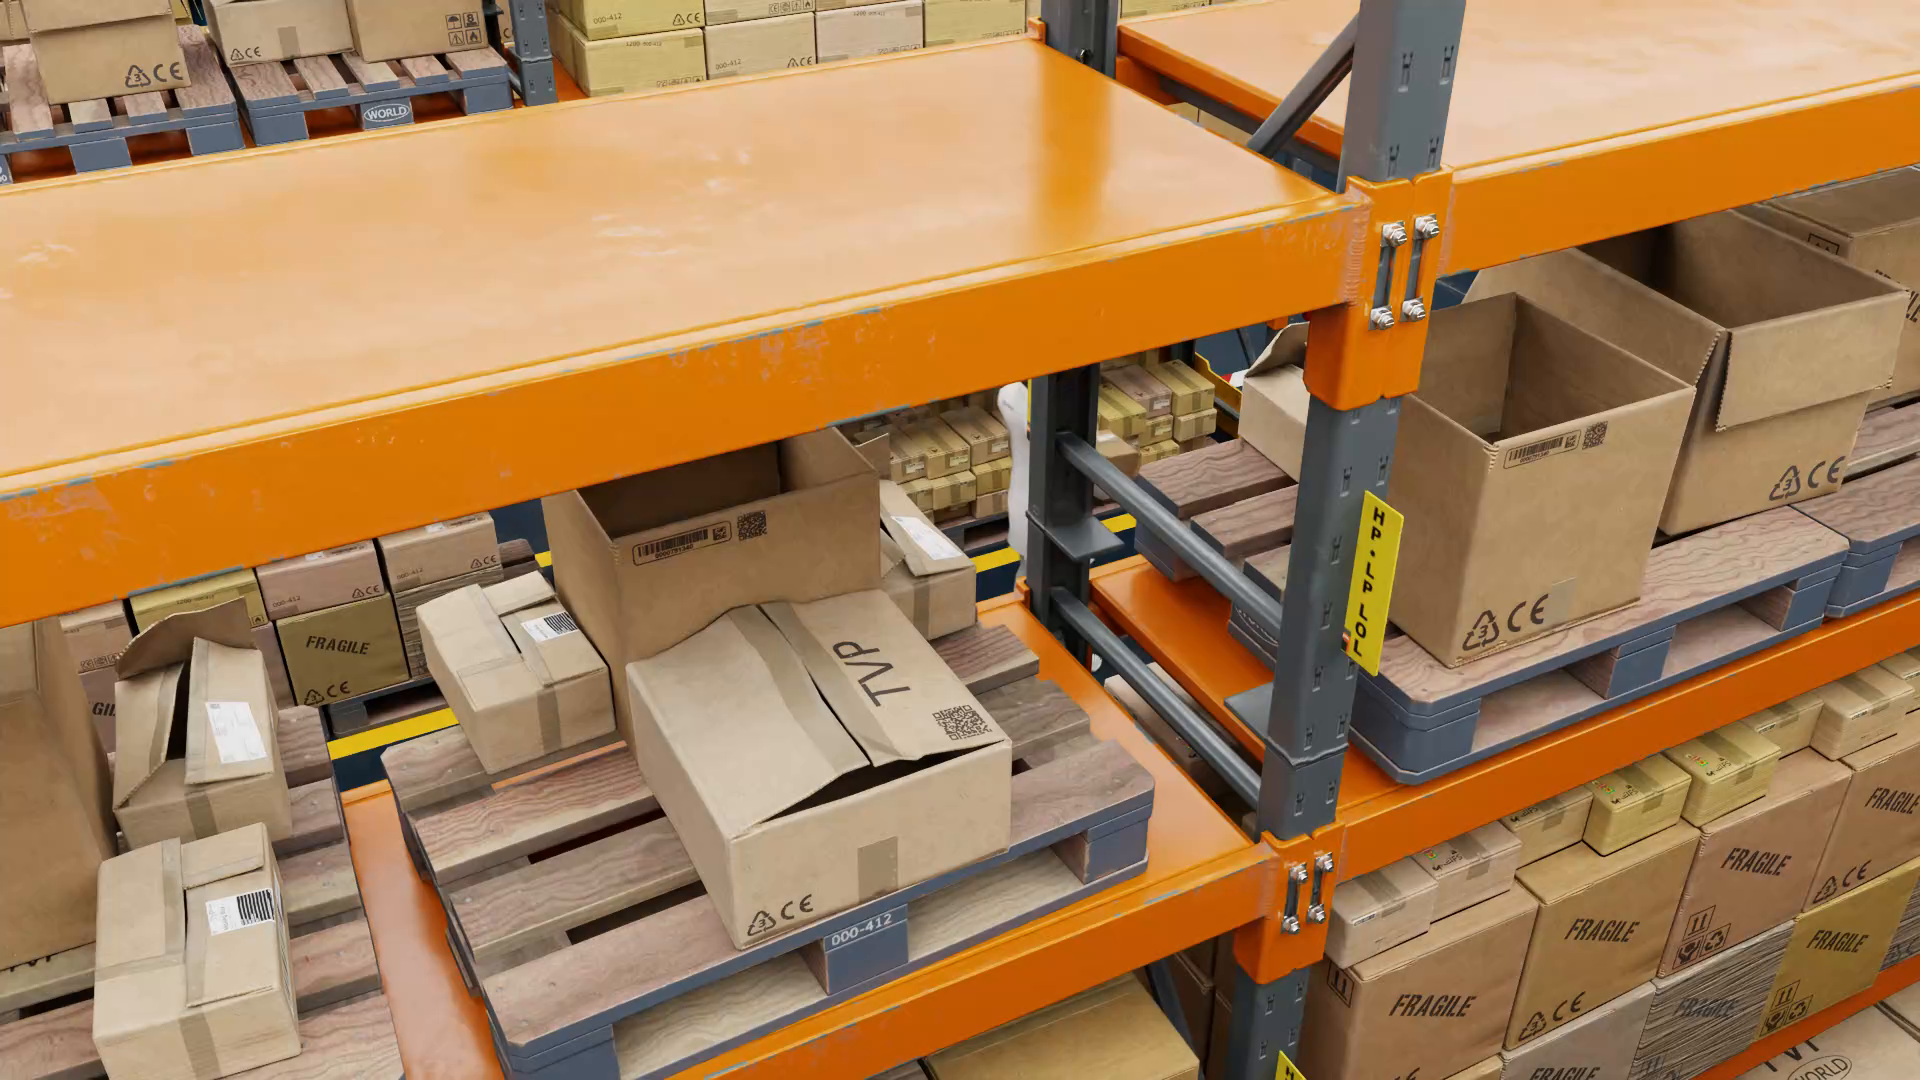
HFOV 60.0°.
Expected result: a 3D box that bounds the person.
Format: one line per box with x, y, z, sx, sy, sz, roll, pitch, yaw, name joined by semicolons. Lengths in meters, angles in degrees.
0.490;-0.166;7.889;0.554;1.777;0.535;-17;36;-24;person
